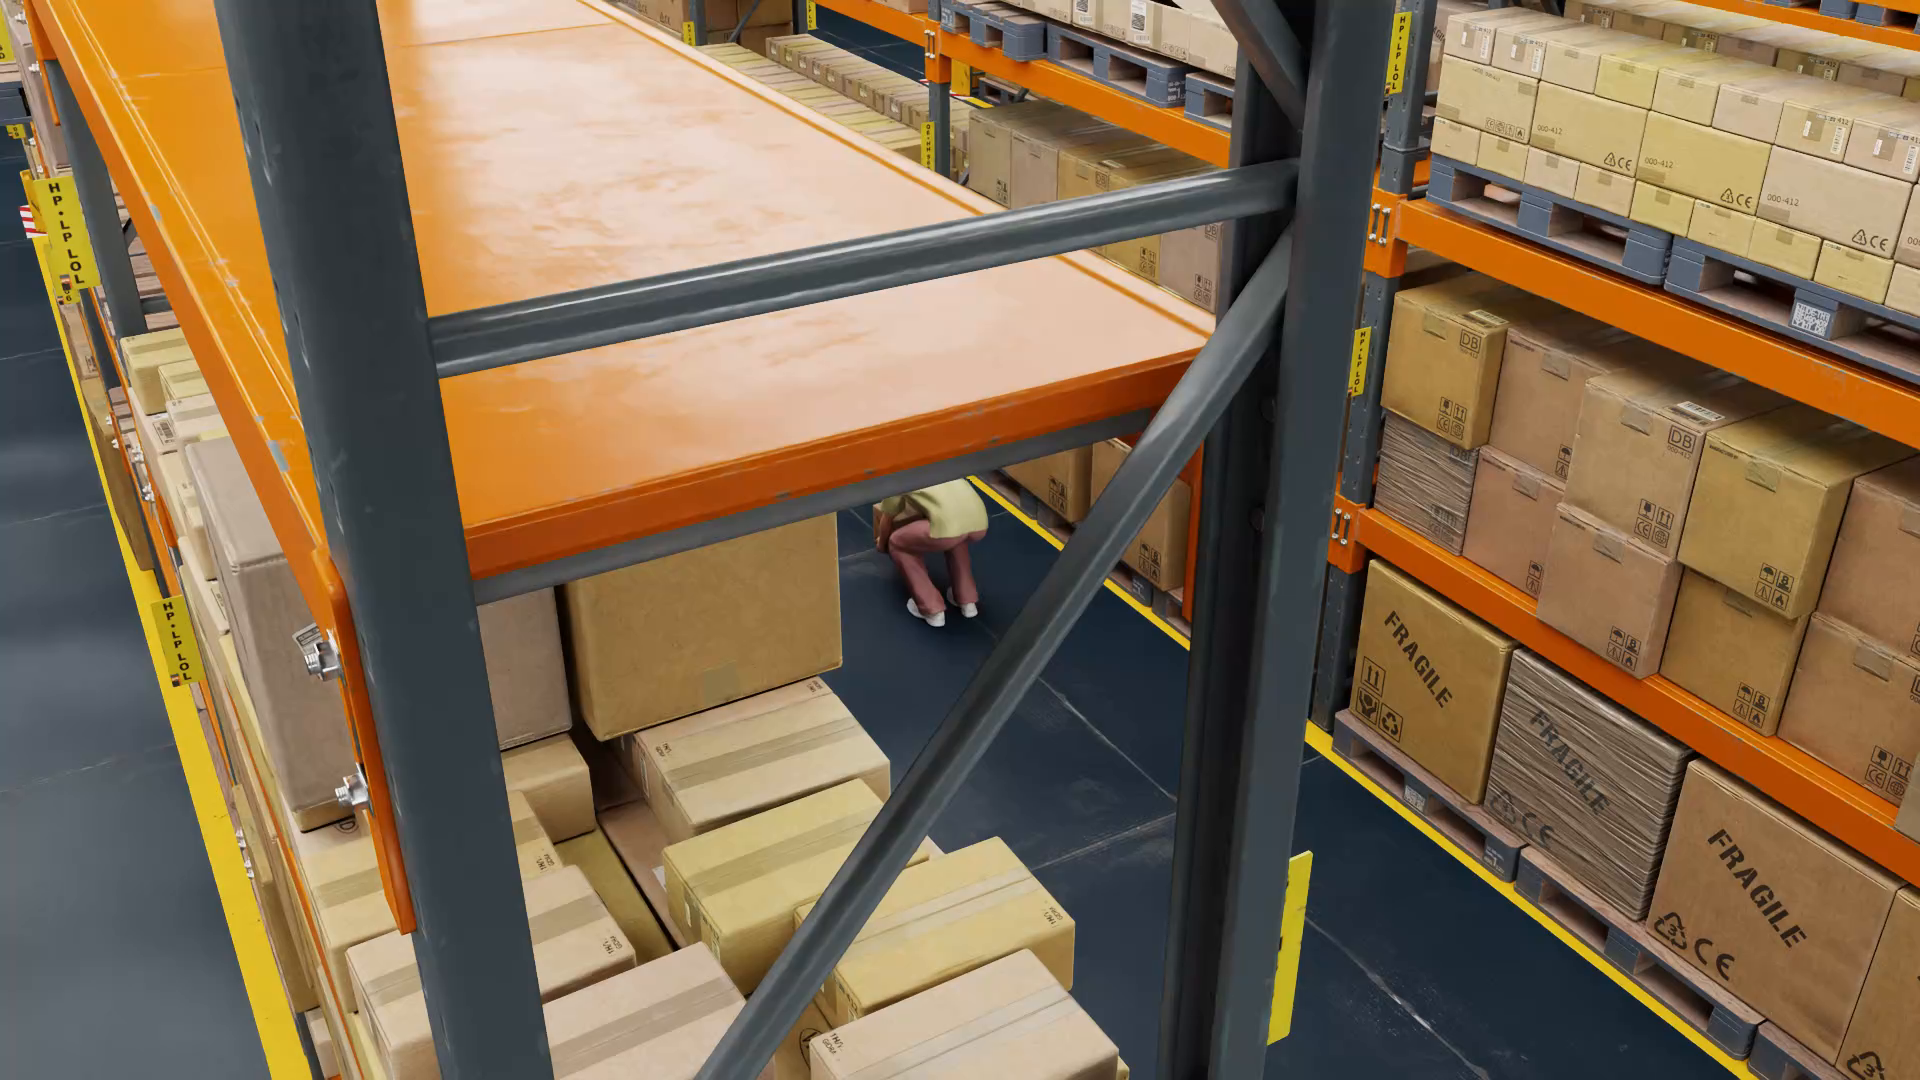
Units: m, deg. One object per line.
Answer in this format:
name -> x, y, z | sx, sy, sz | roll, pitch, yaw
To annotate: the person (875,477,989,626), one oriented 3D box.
person -> -0.179, -0.068, 9.426 | 0.476, 0.951, 0.863 | -17, 34, -28
